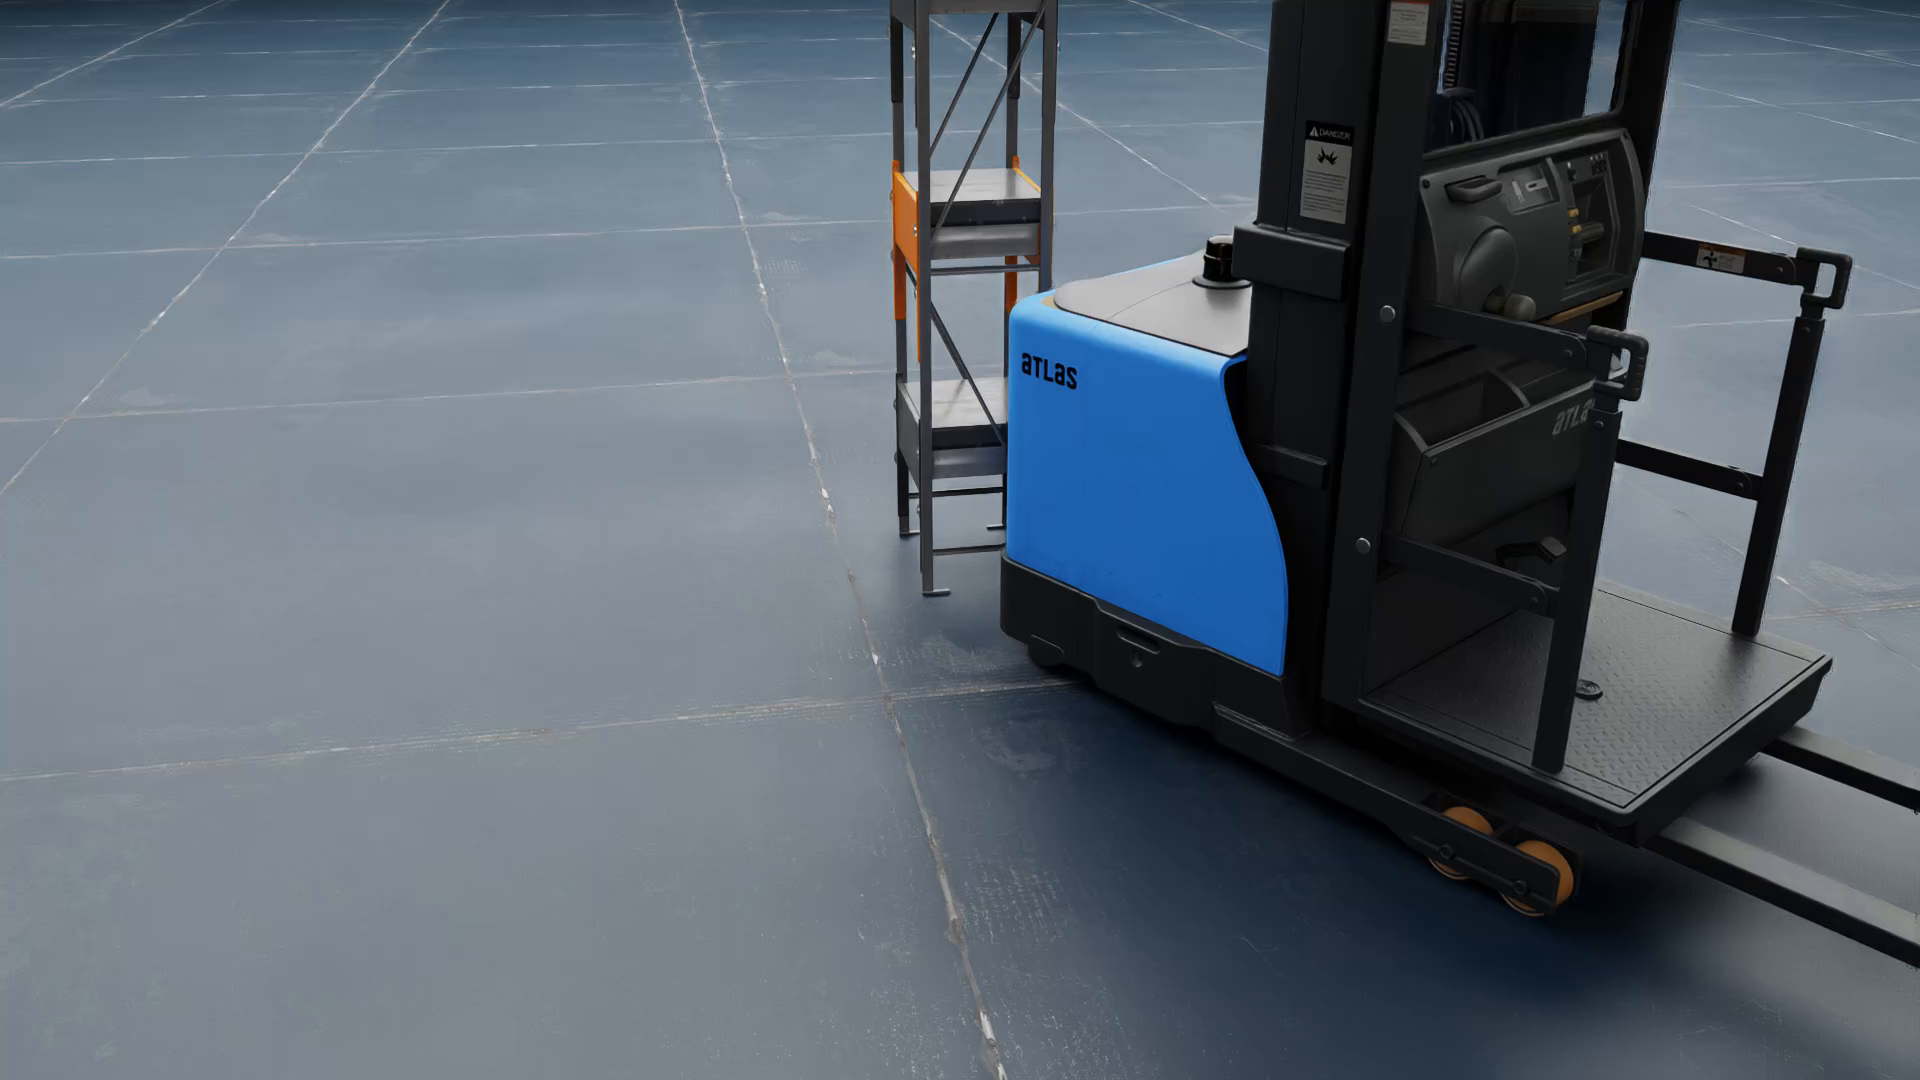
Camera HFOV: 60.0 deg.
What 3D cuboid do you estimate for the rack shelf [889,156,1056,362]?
[{"bbox_3d":[0.031,-0.885,5.186,0.431,0.518,0.480,-4,24,-10],"label":"rack shelf"}]

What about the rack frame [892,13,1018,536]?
[{"bbox_3d":[-0.015,-0.993,5.400,0.400,2.100,0.015,-4,24,-10],"label":"rack frame"}]

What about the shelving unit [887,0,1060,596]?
[{"bbox_3d":[0.031,-0.897,5.181,0.431,2.100,0.503,-4,24,-10],"label":"shelving unit"}]

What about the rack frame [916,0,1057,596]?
[{"bbox_3d":[0.076,-0.801,4.961,0.400,2.100,0.015,-4,24,-10],"label":"rack frame"}]

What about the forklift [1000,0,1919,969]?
[{"bbox_3d":[1.487,-0.718,3.733,1.130,2.935,3.031,-20,31,-38],"label":"forklift"}]

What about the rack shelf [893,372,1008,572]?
[{"bbox_3d":[0.031,-0.243,5.466,0.431,0.518,0.480,-4,24,-10],"label":"rack shelf"}]

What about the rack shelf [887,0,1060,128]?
[{"bbox_3d":[0.031,-1.526,4.906,0.431,0.518,0.480,-4,24,-10],"label":"rack shelf"}]
